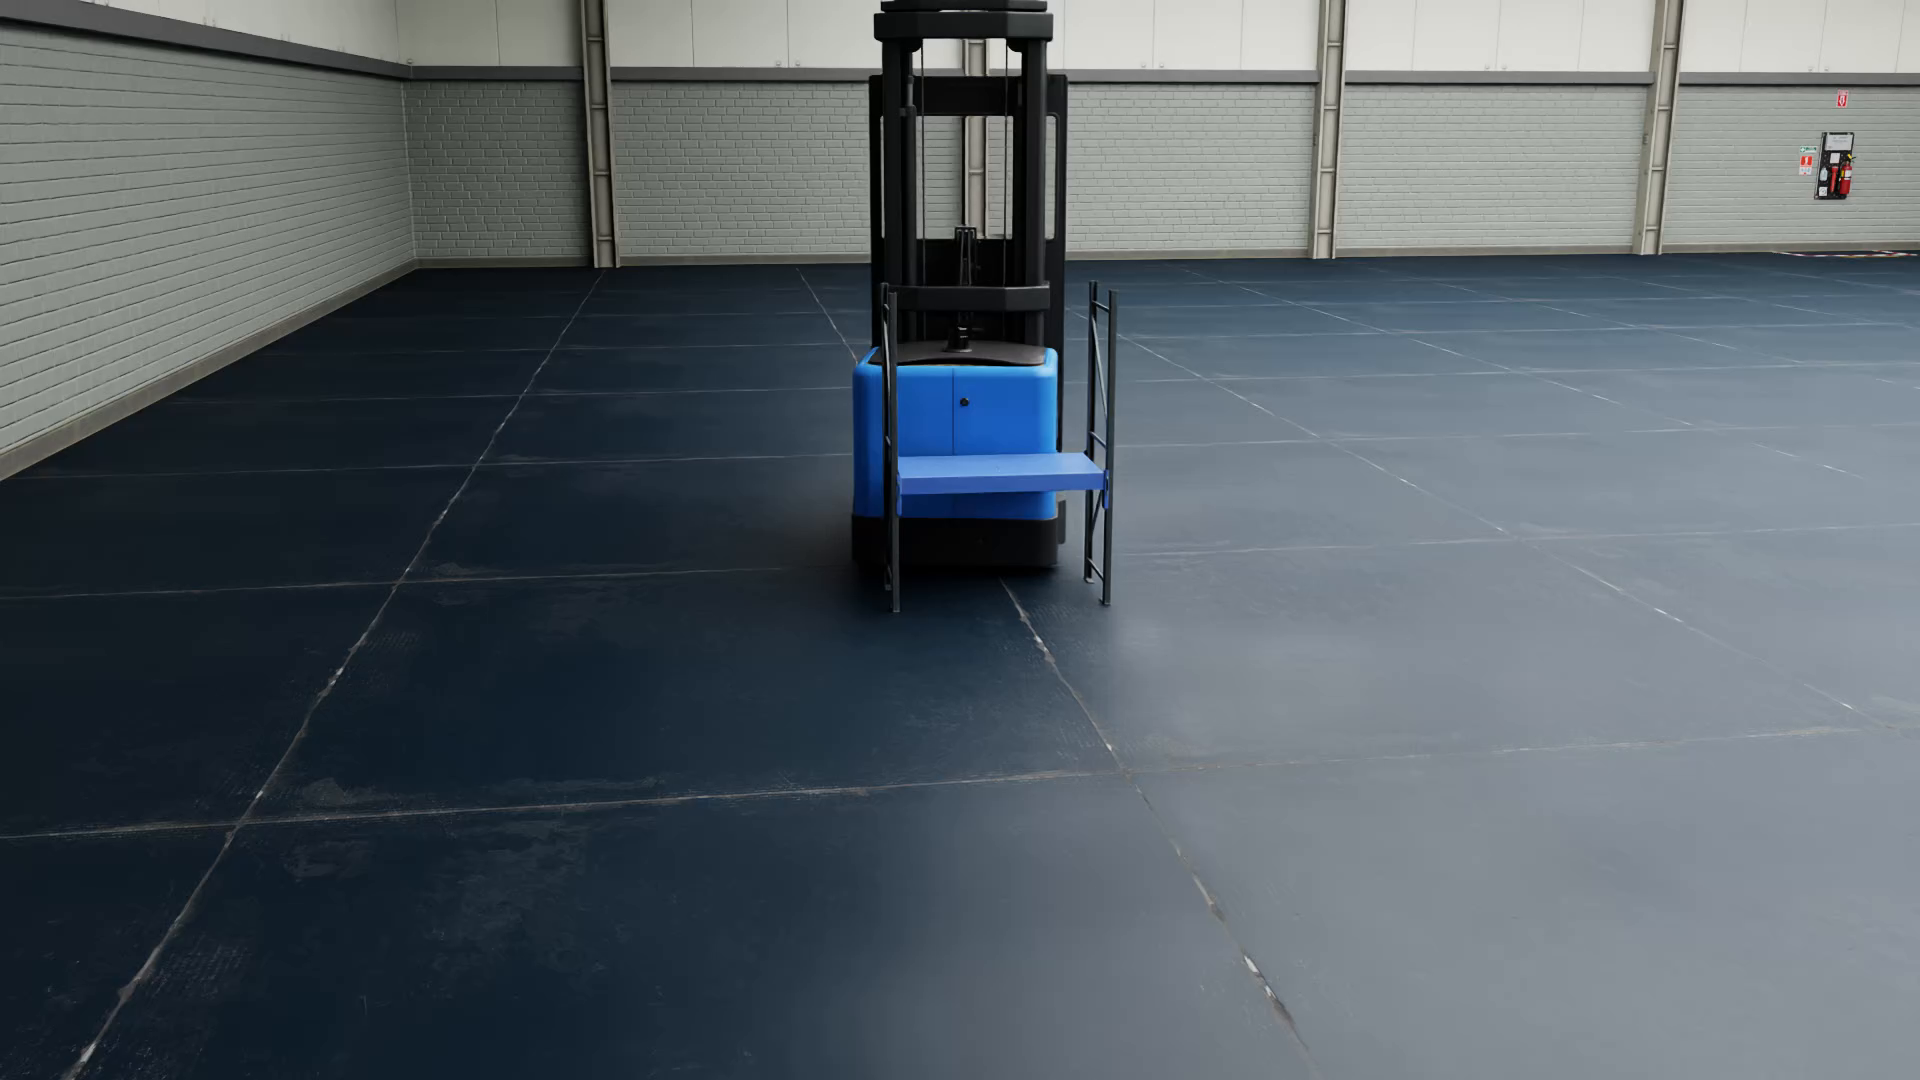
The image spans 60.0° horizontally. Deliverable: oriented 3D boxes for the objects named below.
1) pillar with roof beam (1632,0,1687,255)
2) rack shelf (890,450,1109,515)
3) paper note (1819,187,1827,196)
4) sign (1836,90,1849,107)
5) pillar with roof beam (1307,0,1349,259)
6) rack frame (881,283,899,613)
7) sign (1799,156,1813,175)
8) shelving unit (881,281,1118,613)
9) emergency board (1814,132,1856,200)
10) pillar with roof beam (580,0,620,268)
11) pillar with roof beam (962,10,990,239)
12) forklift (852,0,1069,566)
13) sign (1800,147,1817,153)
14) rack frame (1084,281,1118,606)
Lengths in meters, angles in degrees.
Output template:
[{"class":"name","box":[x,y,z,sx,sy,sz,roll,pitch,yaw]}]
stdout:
[{"class":"pillar with roof beam","box":[12.761,-8.382,24.144,0.400,9.000,9.100,-2,14,-8]},{"class":"rack shelf","box":[0.172,-0.283,8.008,1.000,0.185,0.538,-2,14,-7]},{"class":"paper note","box":[15.418,-6.227,29.697,0.142,0.148,0.016,-2,14,-8]},{"class":"sign","box":[15.580,-7.792,29.362,0.199,0.298,0.001,-2,14,-8]},{"class":"pillar with roof beam","box":[6.828,-8.164,23.277,0.400,9.000,9.100,-2,14,-8]},{"class":"rack frame","box":[-0.333,-0.443,7.904,0.032,1.500,0.500,-2,14,-7]},{"class":"sign","box":[15.041,-6.666,29.564,0.234,0.329,0.001,-2,14,-8]},{"class":"shelving unit","box":[0.172,-0.458,7.965,1.048,1.500,0.538,-2,14,-7]},{"class":"emergency board","box":[15.603,-6.644,29.549,0.643,1.169,0.194,-2,14,-8]},{"class":"pillar with roof beam","box":[-5.038,-7.729,21.543,0.400,9.000,9.100,-2,14,-8]},{"class":"pillar with roof beam","box":[0.895,-7.947,22.410,0.400,9.000,9.100,-2,14,-8]},{"class":"forklift","box":[0.062,-1.592,9.545,1.130,2.935,3.031,1,14,4]},{"class":"sign","box":[15.047,-6.921,29.492,0.331,0.109,0.001,-2,14,-8]},{"class":"rack frame","box":[0.676,-0.473,8.025,0.032,1.500,0.500,-2,14,-7]}]
